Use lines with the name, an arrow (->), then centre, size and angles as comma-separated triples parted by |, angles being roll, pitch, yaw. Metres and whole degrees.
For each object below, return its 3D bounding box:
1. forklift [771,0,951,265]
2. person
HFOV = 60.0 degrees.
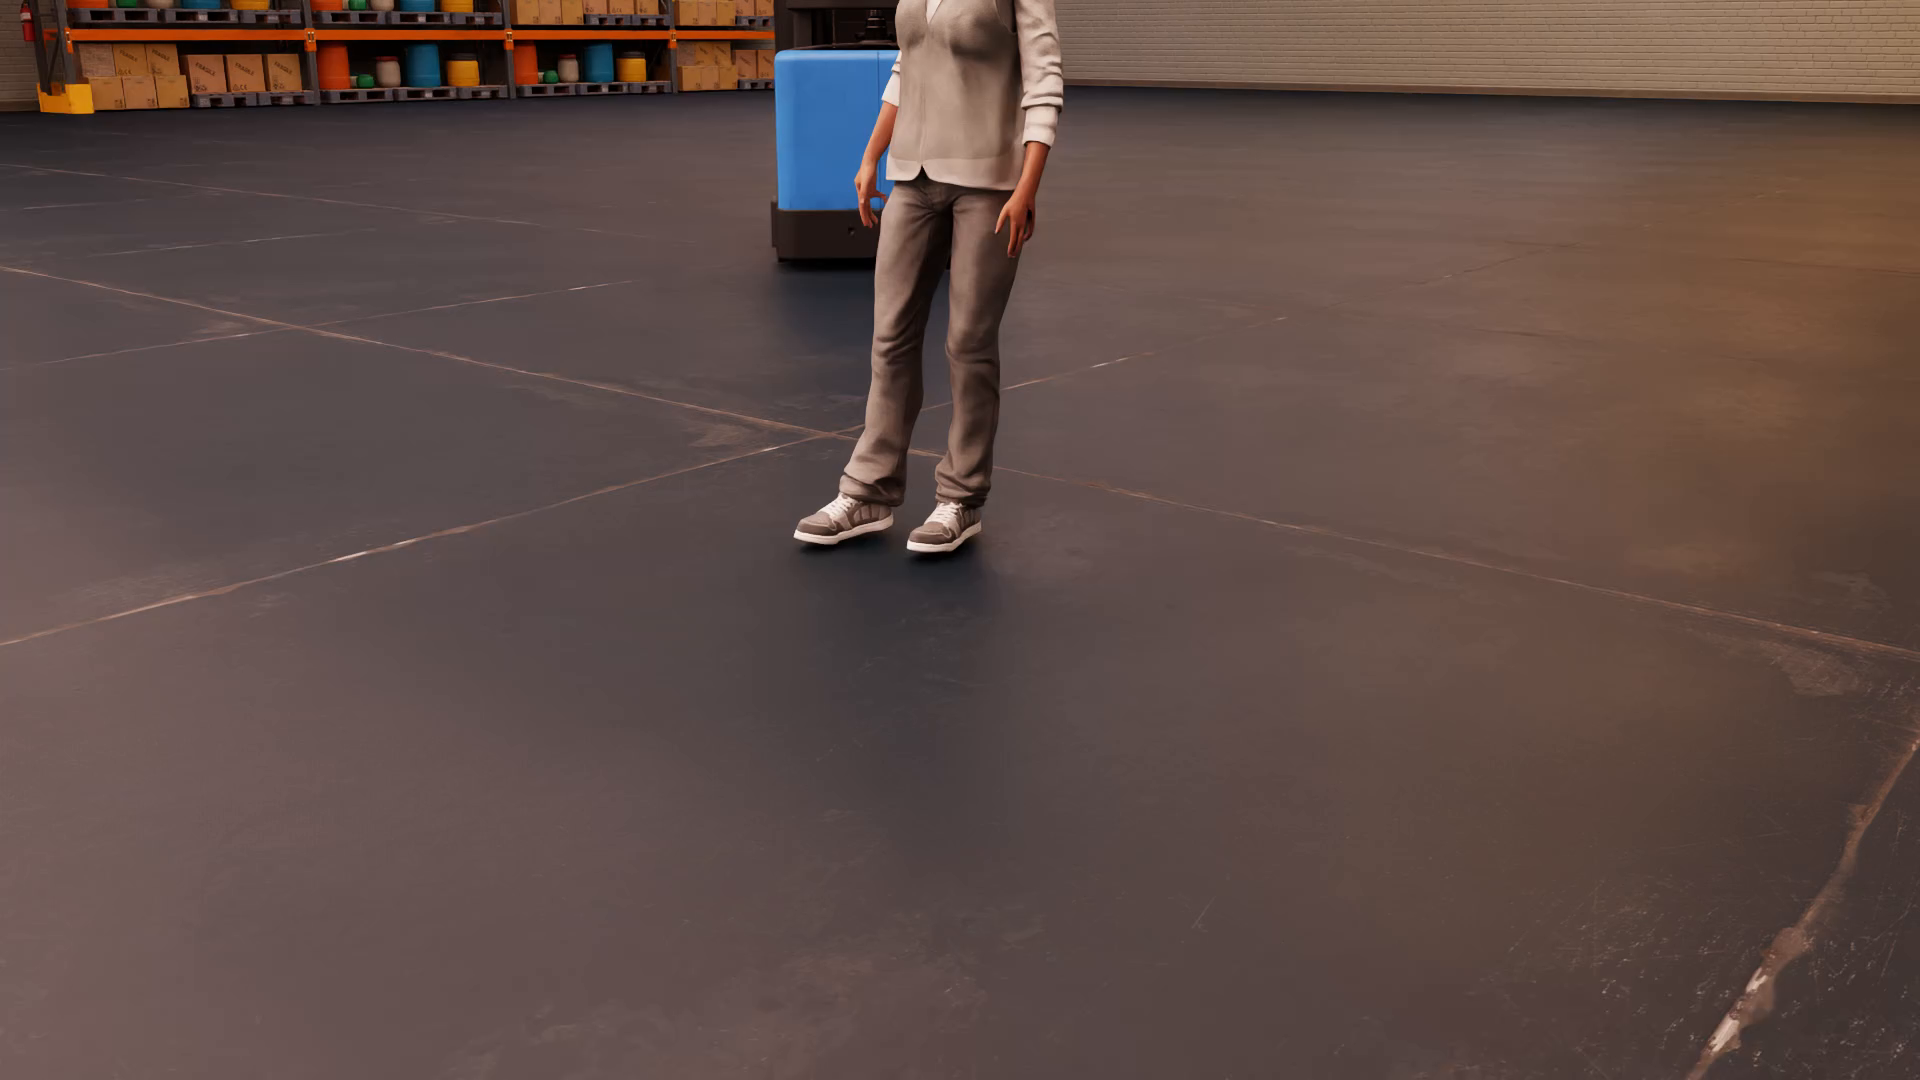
forklift -> -0.506, -3.192, 9.408 | 1.130, 2.935, 3.031 | -1, 17, -4
person -> -0.058, -0.757, 3.662 | 0.520, 1.597, 0.475 | 13, 21, 37
